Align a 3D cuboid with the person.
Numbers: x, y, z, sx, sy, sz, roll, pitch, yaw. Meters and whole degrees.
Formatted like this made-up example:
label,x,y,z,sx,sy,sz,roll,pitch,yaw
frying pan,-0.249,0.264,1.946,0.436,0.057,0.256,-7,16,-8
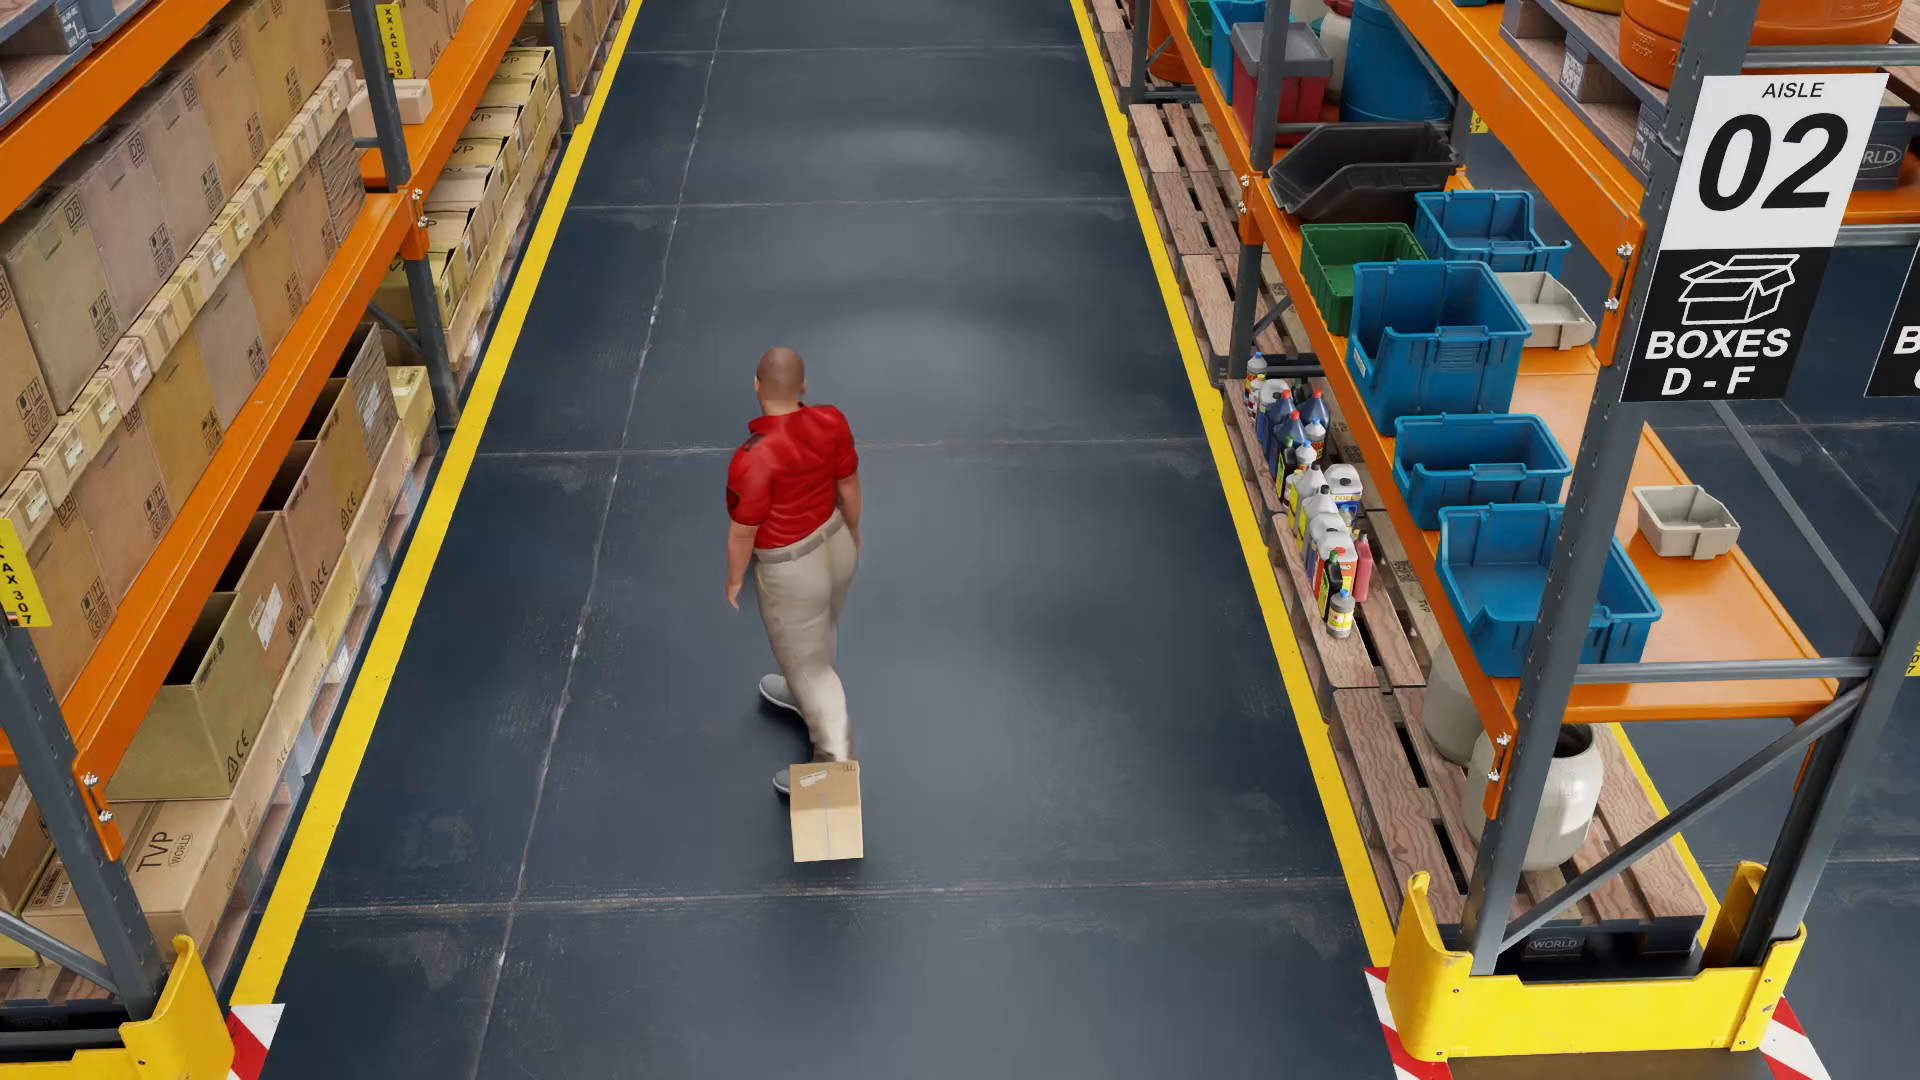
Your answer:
label,x,y,z,sx,sy,sz,roll,pitch,yaw
person,-0.603,0.068,6.027,0.644,1.712,0.627,20,40,26
